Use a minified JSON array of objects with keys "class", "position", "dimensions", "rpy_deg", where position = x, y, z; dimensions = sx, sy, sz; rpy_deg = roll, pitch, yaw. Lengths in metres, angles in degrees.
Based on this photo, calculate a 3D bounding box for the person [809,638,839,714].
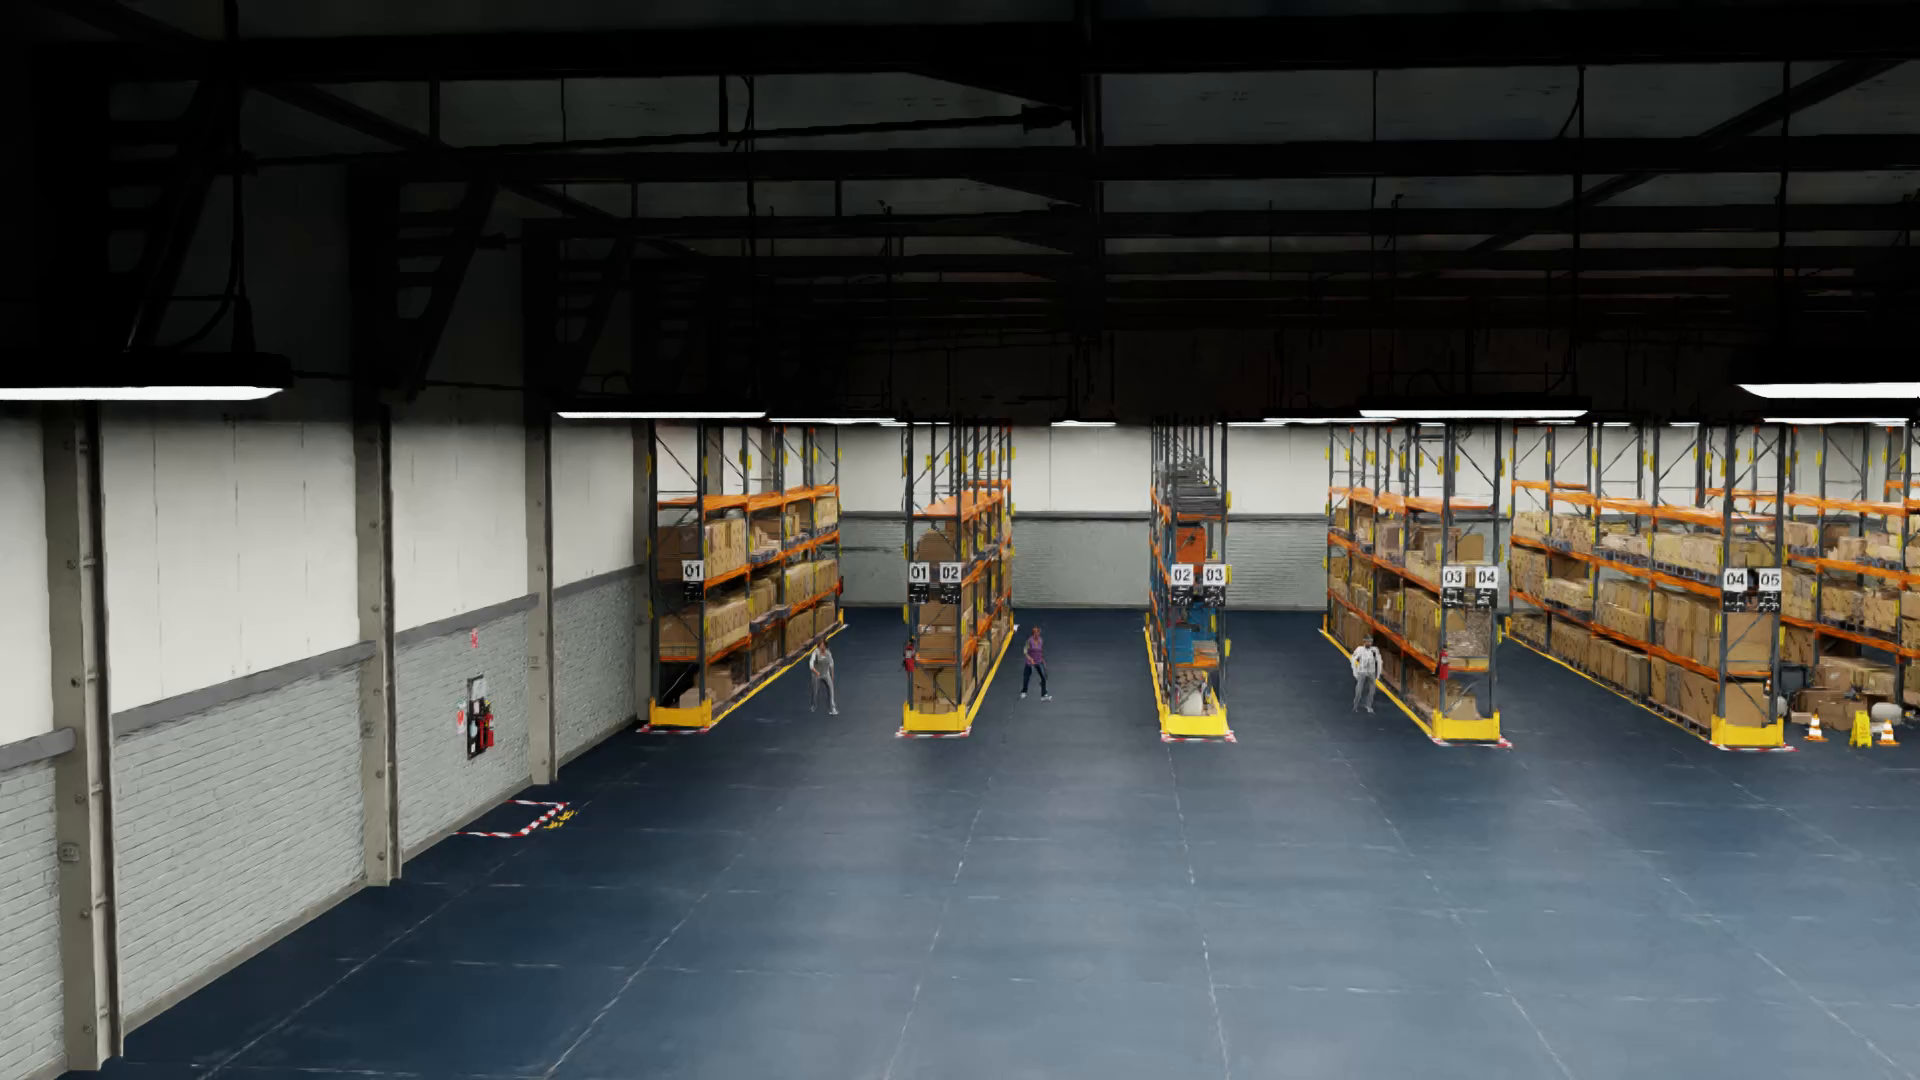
[{"class":"person","position":[-2.756,2.713,33.272],"dimensions":[0.572,1.521,0.769],"rpy_deg":[-1,4,-15]}]

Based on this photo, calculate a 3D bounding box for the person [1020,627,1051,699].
[{"class":"person","position":[1.574,2.586,35.134],"dimensions":[0.562,1.520,0.778],"rpy_deg":[-1,4,-14]}]

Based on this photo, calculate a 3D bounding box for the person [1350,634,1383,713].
[{"class":"person","position":[8.164,2.669,33.406],"dimensions":[0.639,1.628,0.512],"rpy_deg":[0,4,3]}]
